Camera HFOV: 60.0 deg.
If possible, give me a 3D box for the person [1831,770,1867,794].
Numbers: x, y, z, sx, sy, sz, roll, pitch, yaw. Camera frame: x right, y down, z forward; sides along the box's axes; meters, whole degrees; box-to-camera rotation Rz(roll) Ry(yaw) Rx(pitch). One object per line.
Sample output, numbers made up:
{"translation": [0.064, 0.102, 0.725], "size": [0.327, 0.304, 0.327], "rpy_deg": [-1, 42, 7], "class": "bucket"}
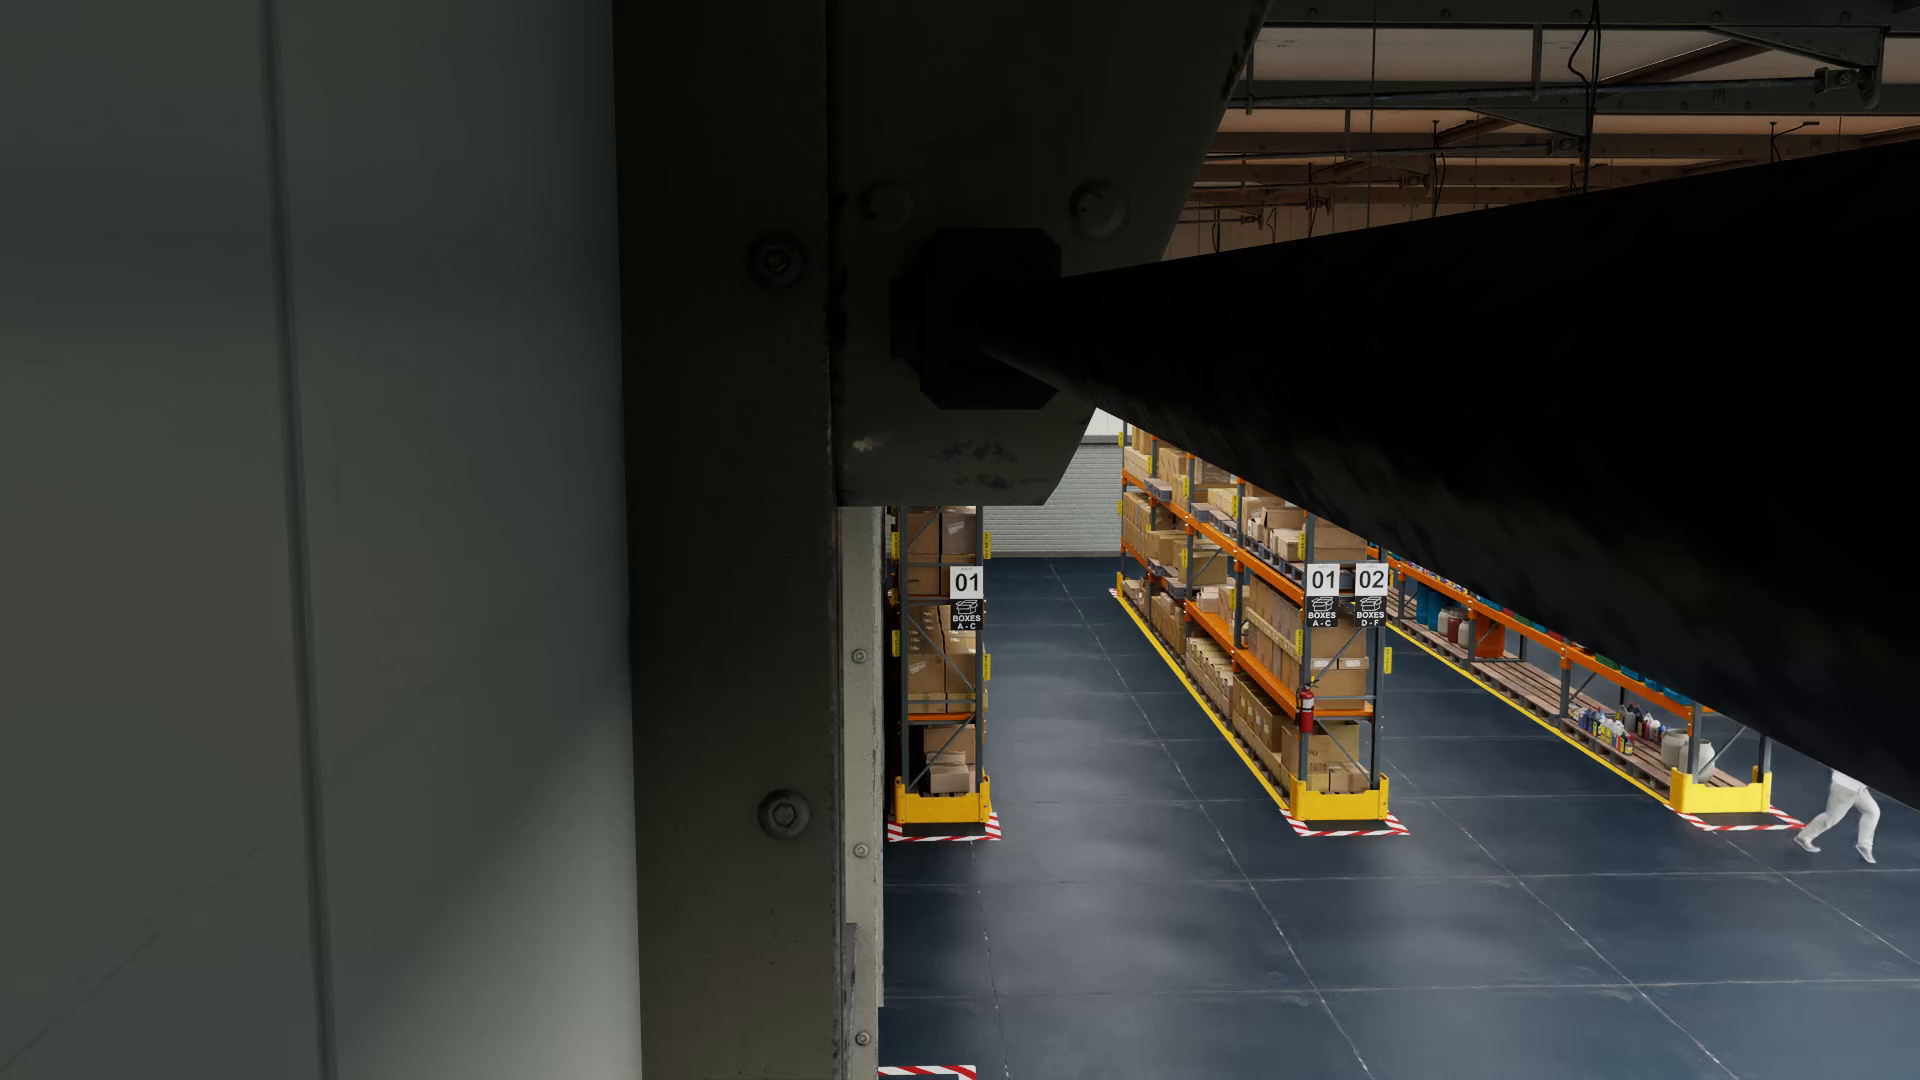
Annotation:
{"translation": [10.331, 2.506, 18.968], "size": [0.666, 0.782, 0.645], "rpy_deg": [4, 9, 26], "class": "person"}
